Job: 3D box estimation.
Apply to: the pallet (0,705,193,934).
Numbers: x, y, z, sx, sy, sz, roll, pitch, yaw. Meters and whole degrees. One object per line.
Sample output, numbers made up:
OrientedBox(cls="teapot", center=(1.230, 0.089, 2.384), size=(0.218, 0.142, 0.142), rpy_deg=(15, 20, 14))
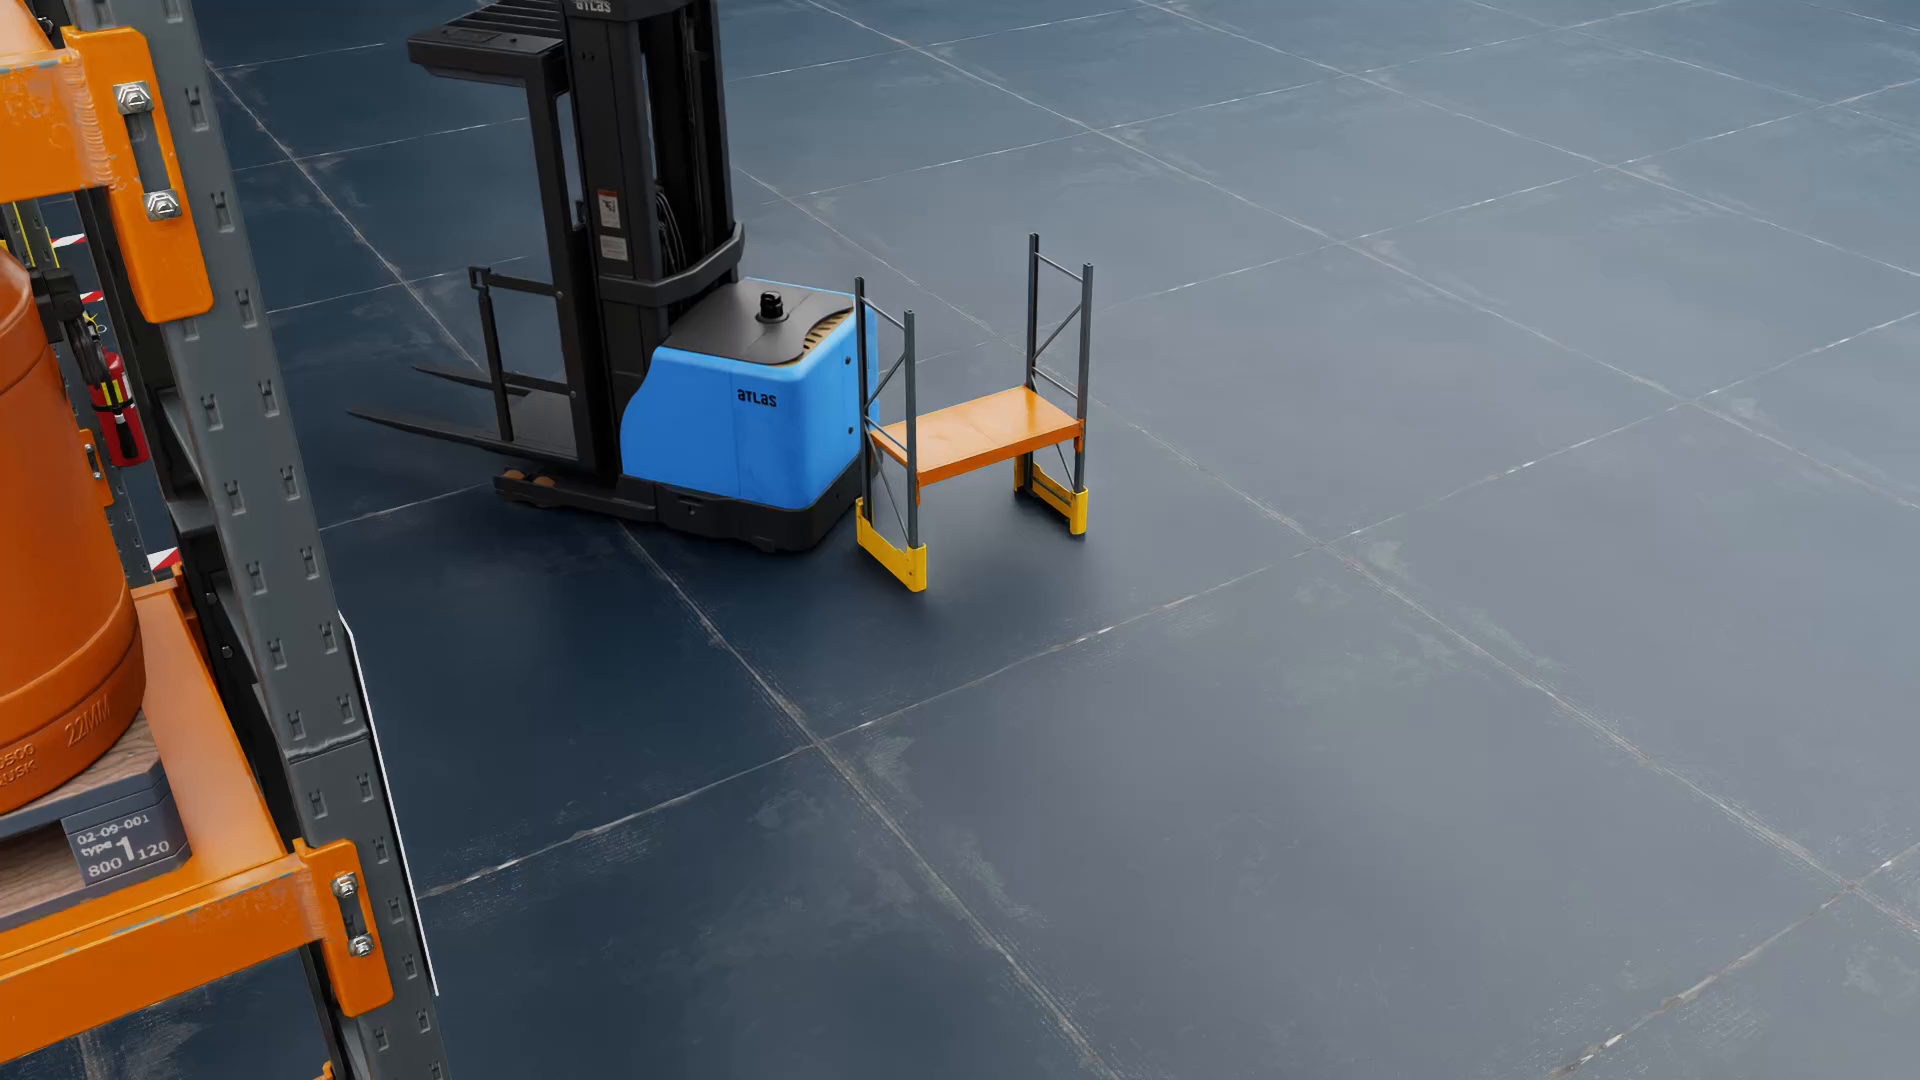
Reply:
OrientedBox(cls="pallet", center=(-2.005, 0.382, 2.698), size=(1.213, 0.211, 1.003), rpy_deg=(-19, 37, -27))

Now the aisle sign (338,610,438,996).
OrientedBox(cls="aisle sign", center=(-1.036, 0.388, 2.886), size=(0.004, 0.787, 0.394), rpy_deg=(-19, 37, -27))

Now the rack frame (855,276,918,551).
OrientedBox(cls="rack frame", center=(-0.356, -0.512, 8.156), size=(0.032, 1.500, 0.500), rpy_deg=(-19, 37, -27))

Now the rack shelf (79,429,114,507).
OrientedBox(cls="rack shelf", center=(-5.622, 0.037, 6.554), size=(4.000, 0.370, 1.077), rpy_deg=(-19, 37, -27))

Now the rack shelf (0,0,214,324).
OrientedBox(cls="rack shelf", center=(-2.938, -0.110, 1.539), size=(4.000, 0.370, 1.077), rpy_deg=(-19, 37, -27))

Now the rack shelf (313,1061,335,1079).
OrientedBox(cls="rack shelf", center=(-2.938, 2.258, 3.033), size=(4.000, 0.370, 1.077), rpy_deg=(-19, 37, -27))

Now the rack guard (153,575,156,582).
OrientedBox(cls="rack guard", center=(-4.004, 0.234, 7.911), size=(0.348, 0.500, 1.175), rpy_deg=(-19, 37, -27))

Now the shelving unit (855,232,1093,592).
OrientedBox(cls="shelving unit", center=(0.064, -0.656, 8.385), size=(1.083, 1.500, 0.587), rpy_deg=(-19, 37, -27))

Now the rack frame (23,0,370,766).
OrientedBox(cls="rack frame", center=(-1.257, -1.162, 2.157), size=(0.127, 3.000, 1.000), rpy_deg=(-19, 37, -27))

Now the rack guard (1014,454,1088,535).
OrientedBox(cls="rack guard", center=(0.483, -0.272, 8.946), size=(0.087, 0.250, 0.587), rpy_deg=(-19, 37, -27))

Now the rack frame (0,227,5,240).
OrientedBox(cls="rack frame", center=(-6.543, -3.099, 10.851), size=(0.127, 3.000, 1.000), rpy_deg=(-19, 37, -27))

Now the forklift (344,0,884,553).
OrientedBox(cls="forklift", center=(-1.996, -1.662, 8.638), size=(3.031, 2.935, 1.130), rpy_deg=(12, 34, 18))

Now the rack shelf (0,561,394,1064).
OrientedBox(cls="rack shelf", center=(-2.938, 0.989, 2.233), size=(4.000, 0.370, 1.077), rpy_deg=(-19, 37, -27))

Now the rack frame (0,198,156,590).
OrientedBox(cls="rack frame", center=(-3.941, -0.845, 7.279), size=(0.127, 3.000, 1.000), rpy_deg=(-19, 37, -27))

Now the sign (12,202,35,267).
OrientedBox(cls="sign", center=(-3.657, -1.214, 6.482), size=(0.005, 0.325, 0.100), rpy_deg=(-19, 37, -27))

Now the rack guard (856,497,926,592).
OrientedBox(cls="rack guard", center=(-0.355, 0.016, 8.490), size=(0.087, 0.250, 0.587), rpy_deg=(-19, 37, -27))

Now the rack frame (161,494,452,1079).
OrientedBox(cls="rack frame", center=(-1.257, 1.376, 3.758), size=(0.127, 3.000, 1.000), rpy_deg=(-19, 37, -27))

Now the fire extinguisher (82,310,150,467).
OrientedBox(cls="fire extinguisher", center=(-3.595, -0.639, 7.024), size=(0.183, 0.674, 0.296), rpy_deg=(-19, 37, -27))

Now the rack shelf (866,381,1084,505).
OrientedBox(cls="rack shelf", center=(0.072, -0.507, 8.485), size=(1.000, 0.185, 0.538), rpy_deg=(-19, 37, -27))

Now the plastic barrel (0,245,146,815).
OrientedBox(cls="plastic barrel", center=(-1.597, -0.055, 2.418), size=(0.708, 0.830, 0.600), rpy_deg=(-19, 37, -27))

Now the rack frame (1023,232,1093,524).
OrientedBox(cls="rack frame", center=(0.499, -0.806, 8.622), size=(0.032, 1.500, 0.500), rpy_deg=(-19, 37, -27))

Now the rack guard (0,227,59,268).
OrientedBox(cls="rack guard", center=(-6.523, -2.049, 11.529), size=(0.348, 0.500, 1.175), rpy_deg=(-19, 37, -27))
